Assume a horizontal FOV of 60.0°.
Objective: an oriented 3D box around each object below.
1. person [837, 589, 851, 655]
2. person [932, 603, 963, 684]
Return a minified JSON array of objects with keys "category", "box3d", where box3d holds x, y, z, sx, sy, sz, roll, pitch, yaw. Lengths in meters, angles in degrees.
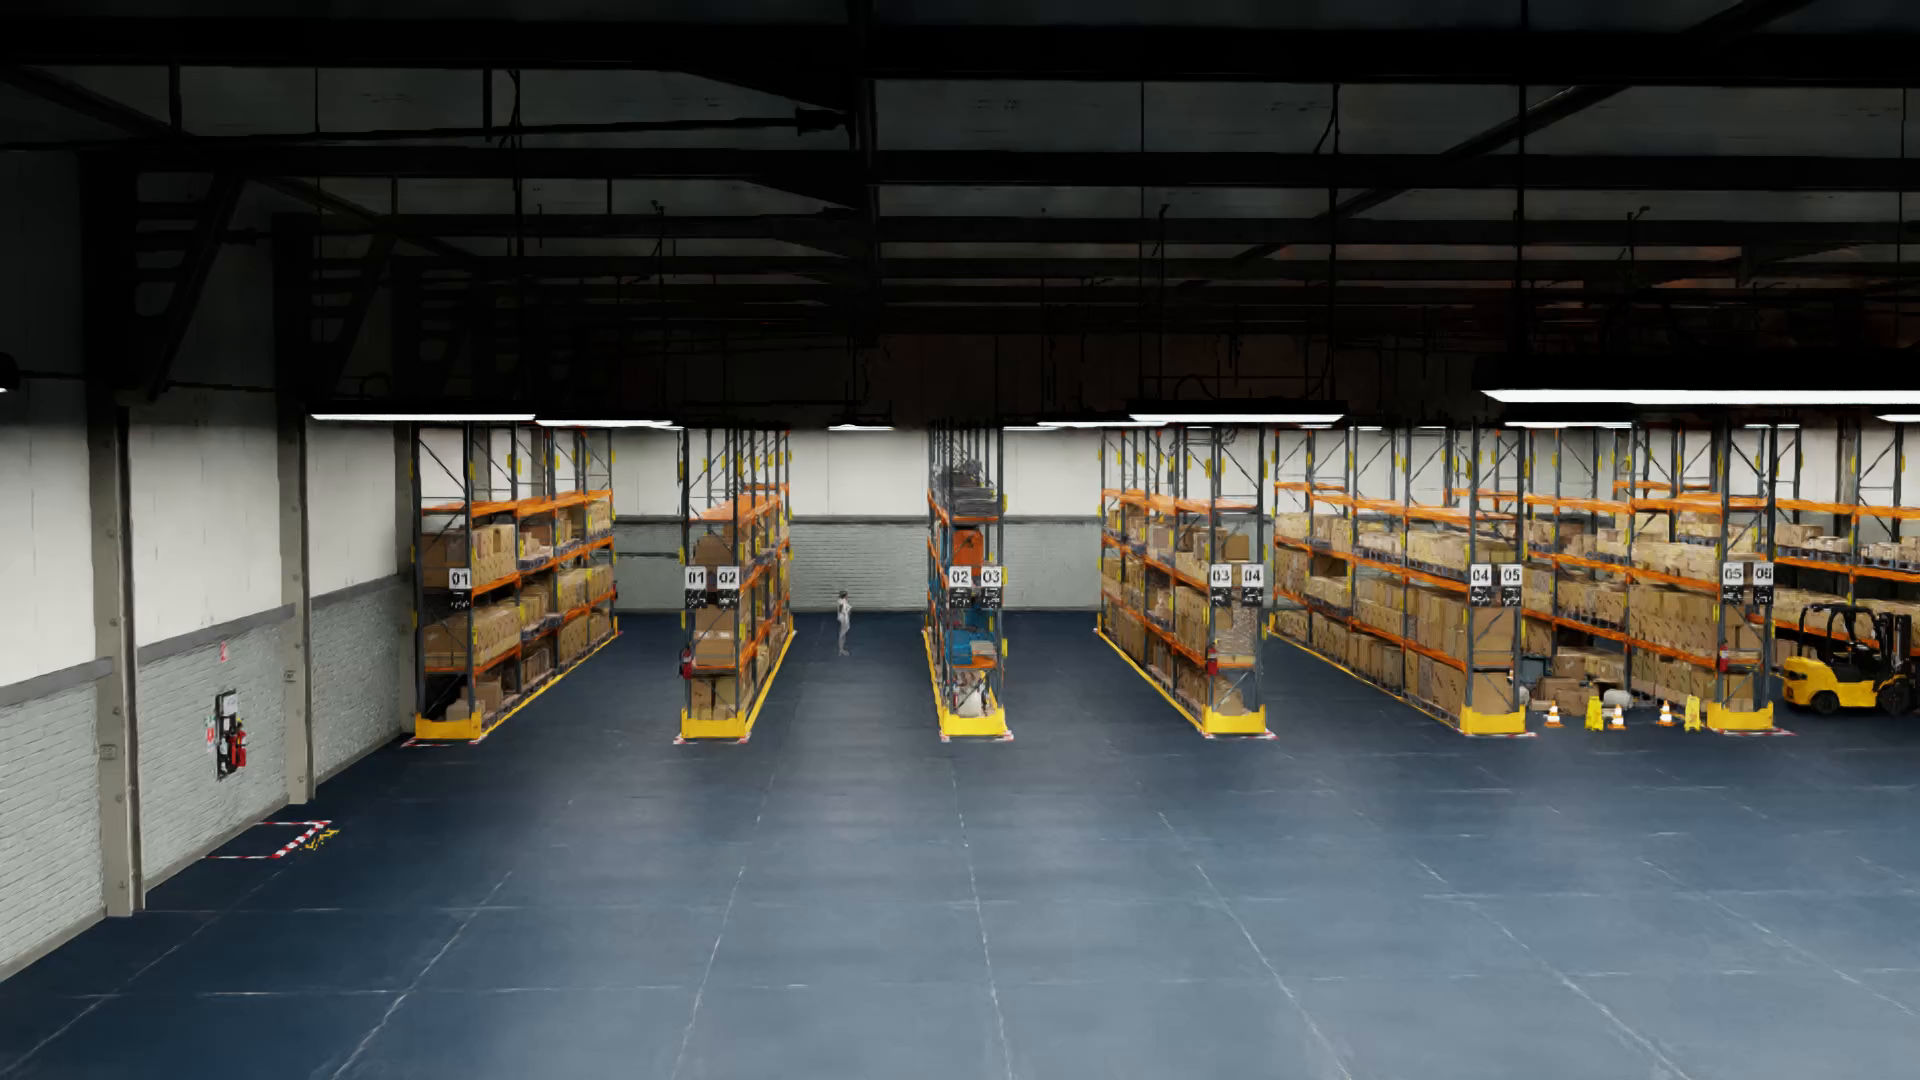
[{"category":"person","box3d":[-2.980,2.085,42.647,0.364,1.682,0.582,-2,4,-24]},{"category":"person","box3d":[-0.270,2.254,36.354,0.615,1.767,0.721,-1,4,-16]}]
